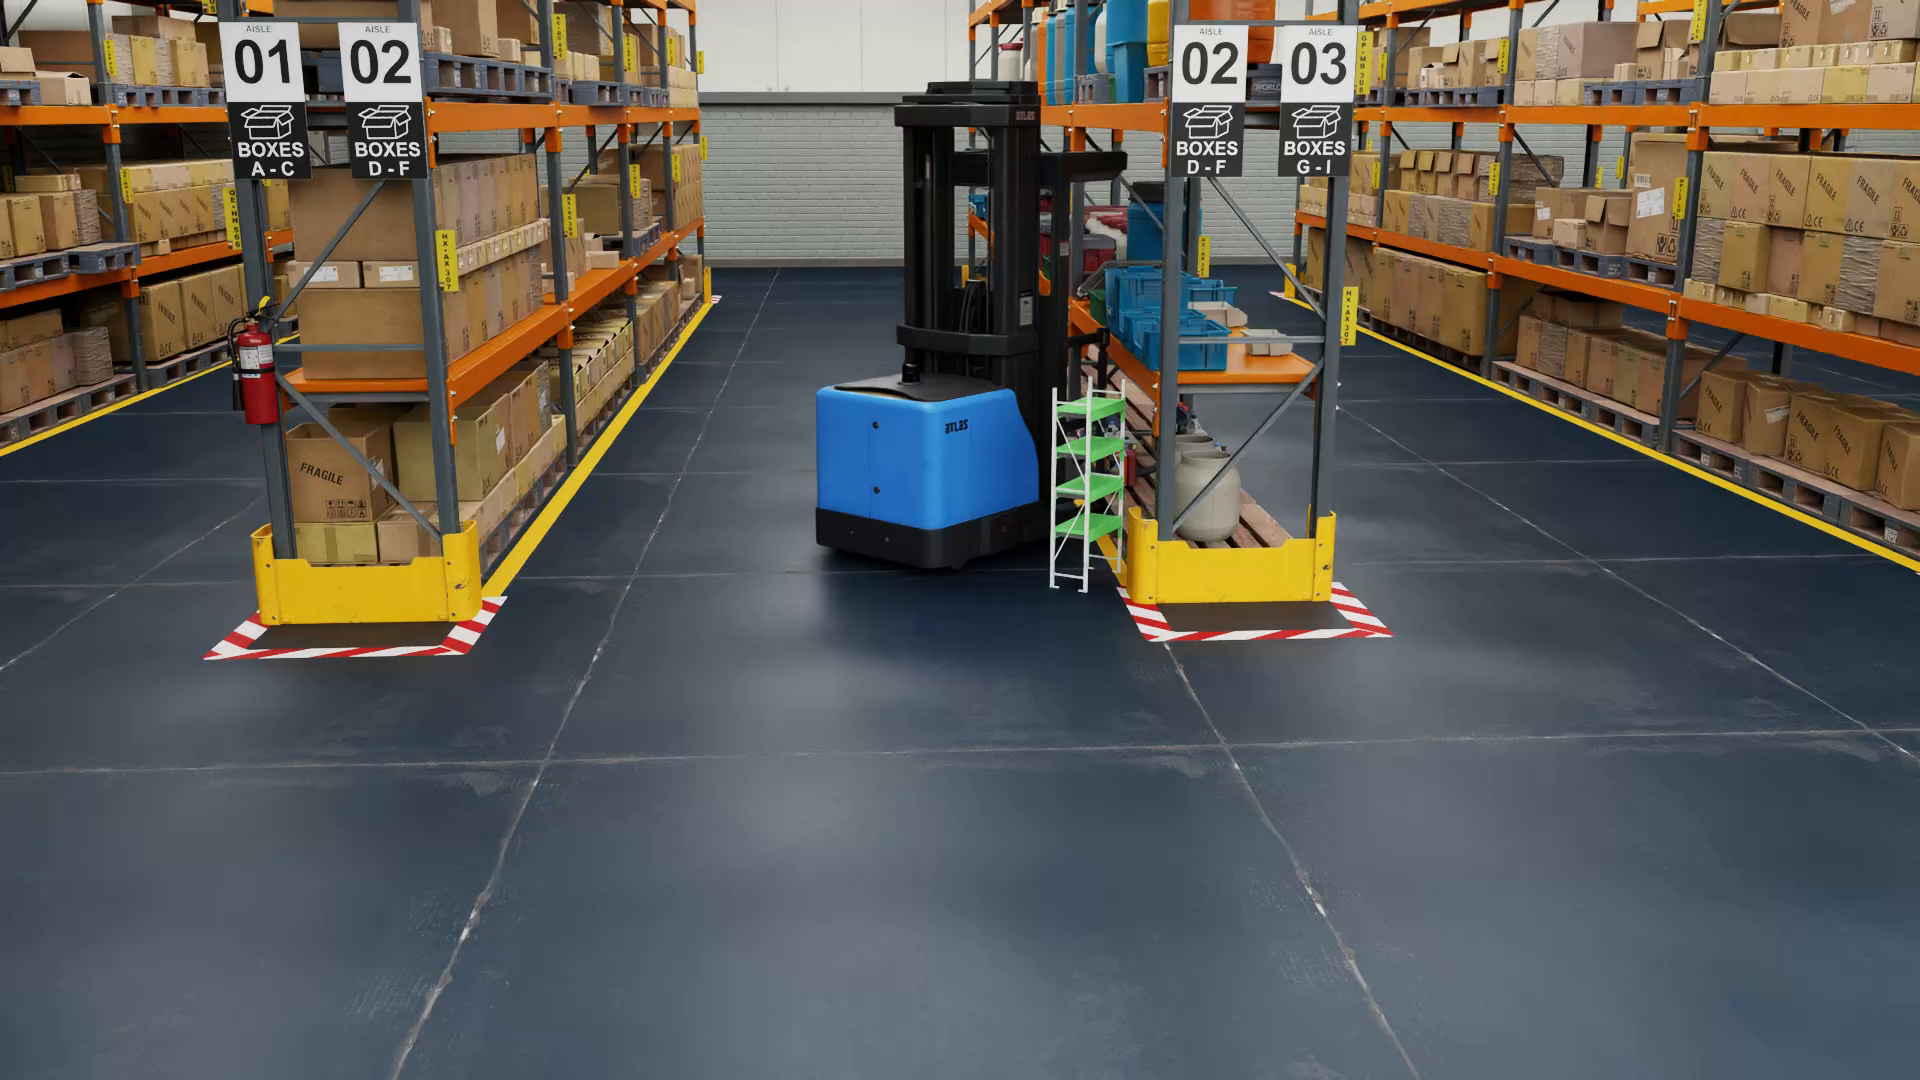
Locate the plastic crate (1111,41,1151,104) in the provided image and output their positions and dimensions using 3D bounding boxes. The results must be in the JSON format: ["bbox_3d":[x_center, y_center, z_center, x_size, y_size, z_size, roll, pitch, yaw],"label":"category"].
[{"bbox_3d":[1.209,-3.029,10.793,0.392,0.384,0.575,-1,14,-3],"label":"plastic crate"}]

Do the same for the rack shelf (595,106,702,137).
[{"bbox_3d":[-4.184,-5.625,22.294,1.077,0.370,4.000,-1,14,-3],"label":"rack shelf"}]

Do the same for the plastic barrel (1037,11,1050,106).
[{"bbox_3d":[1.007,-4.395,15.206,0.600,0.830,0.708,-1,14,-3],"label":"plastic barrel"}]

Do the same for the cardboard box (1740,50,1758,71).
[{"bbox_3d":[6.120,-3.609,12.513,0.380,0.149,0.250,-2,15,-6],"label":"cardboard box"}]

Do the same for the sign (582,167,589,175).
[{"bbox_3d":[-4.601,-4.433,20.497,0.100,0.325,0.005,-1,14,-3],"label":"sign"}]

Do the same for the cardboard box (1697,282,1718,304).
[{"bbox_3d":[6.039,-1.944,13.066,0.380,0.149,0.250,-1,14,-3],"label":"cardboard box"}]

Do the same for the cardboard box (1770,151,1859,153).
[{"bbox_3d":[6.626,-2.755,12.911,0.500,0.500,0.500,-1,14,-3],"label":"cardboard box"}]

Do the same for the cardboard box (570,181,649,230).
[{"bbox_3d":[-3.830,-3.666,18.212,0.700,0.500,0.500,2,15,7],"label":"cardboard box"}]

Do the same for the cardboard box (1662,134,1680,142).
[{"bbox_3d":[10.347,-5.528,23.687,0.500,0.500,0.500,-1,14,-5],"label":"cardboard box"}]

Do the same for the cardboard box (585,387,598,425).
[{"bbox_3d":[-3.373,-1.137,14.102,0.500,0.250,0.500,-1,14,-2],"label":"cardboard box"}]

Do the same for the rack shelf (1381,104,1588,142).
[{"bbox_3d":[5.951,-4.783,19.019,1.077,0.370,4.000,-1,14,-3],"label":"rack shelf"}]

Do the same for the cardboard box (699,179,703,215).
[{"bbox_3d":[-4.009,-4.960,24.083,0.500,0.500,0.500,0,14,-2],"label":"cardboard box"}]

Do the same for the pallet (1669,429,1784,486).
[{"bbox_3d":[6.400,-0.669,13.204,1.003,0.211,1.213,-1,14,-3],"label":"pallet"}]

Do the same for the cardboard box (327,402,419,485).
[{"bbox_3d":[-3.724,-0.652,10.709,0.500,0.500,0.500,-1,14,-3],"label":"cardboard box"}]

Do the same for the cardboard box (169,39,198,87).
[{"bbox_3d":[-8.960,-5.303,18.512,0.700,0.500,0.500,-1,14,-4],"label":"cardboard box"}]

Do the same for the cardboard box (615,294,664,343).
[{"bbox_3d":[-3.657,-2.534,18.988,0.500,0.500,0.500,-1,14,-5],"label":"cardboard box"}]

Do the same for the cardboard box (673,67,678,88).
[{"bbox_3d":[-3.875,-5.895,21.196,0.500,0.250,0.500,-1,14,-3],"label":"cardboard box"}]

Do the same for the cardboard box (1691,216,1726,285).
[{"bbox_3d":[6.289,-2.266,13.015,0.875,0.500,0.500,-1,14,-3],"label":"cardboard box"}]

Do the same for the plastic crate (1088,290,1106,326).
[{"bbox_3d":[1.182,-1.665,11.903,0.450,0.188,0.662,-1,14,-3],"label":"plastic crate"}]

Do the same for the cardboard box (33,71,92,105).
[{"bbox_3d":[-8.442,-4.196,15.433,0.500,0.311,0.500,-1,14,-3],"label":"cardboard box"}]

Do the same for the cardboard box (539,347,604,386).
[{"bbox_3d":[-3.401,-1.537,14.532,0.500,0.311,0.500,-1,14,-5],"label":"cardboard box"}]

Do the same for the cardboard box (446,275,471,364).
[{"bbox_3d":[-3.370,-1.335,9.993,0.700,0.500,0.500,-1,14,-2],"label":"cardboard box"}]

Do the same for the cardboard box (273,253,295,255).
[{"bbox_3d":[-9.252,-3.852,22.850,0.380,0.149,0.250,-1,14,-3],"label":"cardboard box"}]

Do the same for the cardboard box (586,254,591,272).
[{"bbox_3d":[-3.677,-2.591,15.581,0.380,0.149,0.250,0,14,1],"label":"cardboard box"}]

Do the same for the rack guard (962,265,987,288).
[{"bbox_3d":[0.622,-3.889,25.139,1.175,0.500,0.348,-1,14,-3],"label":"rack guard"}]

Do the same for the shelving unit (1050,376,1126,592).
[{"bbox_3d":[0.765,-0.340,9.941,0.258,1.200,0.503,8,16,28],"label":"shelving unit"}]

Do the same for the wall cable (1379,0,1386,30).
[{"bbox_3d":[8.669,-11.093,29.626,2.277,5.999,0.120,-1,14,-3],"label":"wall cable"}]

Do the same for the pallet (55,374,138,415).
[{"bbox_3d":[-8.709,-1.407,16.070,1.003,0.211,1.213,-1,14,-3],"label":"pallet"}]

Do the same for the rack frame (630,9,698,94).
[{"bbox_3d":[-4.308,-7.924,23.764,1.000,3.000,0.127,-1,14,-3],"label":"rack frame"}]

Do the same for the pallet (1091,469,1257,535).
[{"bbox_3d":[1.458,-0.287,11.720,1.003,0.211,1.213,-1,14,-3],"label":"pallet"}]

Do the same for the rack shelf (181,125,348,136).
[{"bbox_3d":[-9.128,-5.548,21.993,1.077,0.370,4.000,-1,14,-3],"label":"rack shelf"}]

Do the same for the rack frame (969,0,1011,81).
[{"bbox_3d":[0.636,-7.999,24.058,1.000,3.000,0.127,-1,14,-3],"label":"rack frame"}]

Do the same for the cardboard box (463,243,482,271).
[{"bbox_3d":[-3.192,-1.760,10.343,0.380,0.149,0.250,-1,14,-5],"label":"cardboard box"}]

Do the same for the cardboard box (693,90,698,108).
[{"bbox_3d":[-4.013,-6.275,23.676,0.500,0.250,0.500,-1,14,-3],"label":"cardboard box"}]

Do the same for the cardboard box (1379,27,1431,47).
[{"bbox_3d":[5.776,-6.526,21.601,0.500,0.250,0.500,-2,15,-7],"label":"cardboard box"}]

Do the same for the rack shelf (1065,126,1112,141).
[{"bbox_3d":[1.008,-4.706,18.722,1.077,0.370,4.000,-1,14,-3],"label":"rack shelf"}]

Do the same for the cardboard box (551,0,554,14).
[{"bbox_3d":[-3.622,-4.276,13.559,0.500,0.500,0.500,1,14,2],"label":"cardboard box"}]

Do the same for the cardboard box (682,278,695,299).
[{"bbox_3d":[-4.000,-3.532,23.369,0.500,0.250,0.500,-1,14,-3],"label":"cardboard box"}]

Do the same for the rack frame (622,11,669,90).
[{"bbox_3d":[-4.060,-6.929,19.898,1.000,3.000,0.127,-1,14,-3],"label":"rack frame"}]

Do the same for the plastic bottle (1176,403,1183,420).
[{"bbox_3d":[1.707,-0.884,12.876,0.144,0.351,0.185,-1,14,-5],"label":"plastic bottle"}]

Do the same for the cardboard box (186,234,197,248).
[{"bbox_3d":[-8.651,-3.306,18.321,0.380,0.149,0.250,-1,14,-3],"label":"cardboard box"}]

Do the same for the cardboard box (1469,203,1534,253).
[{"bbox_3d":[5.797,-3.348,17.819,0.500,0.500,0.500,0,14,-2],"label":"cardboard box"}]

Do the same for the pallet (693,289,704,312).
[{"bbox_3d":[-4.253,-3.451,24.015,1.003,0.211,1.213,-1,14,-3],"label":"pallet"}]

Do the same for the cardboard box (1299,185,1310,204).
[{"bbox_3d":[5.340,-5.118,24.604,0.500,0.250,0.500,-1,14,-5],"label":"cardboard box"}]

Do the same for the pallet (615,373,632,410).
[{"bbox_3d":[-3.800,-1.473,16.328,1.003,0.211,1.213,-1,14,-3],"label":"pallet"}]

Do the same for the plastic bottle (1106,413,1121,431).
[{"bbox_3d":[1.159,-0.835,12.685,0.144,0.351,0.185,-1,14,-3],"label":"plastic bottle"}]

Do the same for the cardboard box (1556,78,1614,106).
[{"bbox_3d":[5.923,-4.185,15.552,0.500,0.250,0.500,-1,14,-2],"label":"cardboard box"}]

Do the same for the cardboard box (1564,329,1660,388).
[{"bbox_3d":[6.226,-1.738,15.897,0.700,0.500,0.500,0,14,1],"label":"cardboard box"}]

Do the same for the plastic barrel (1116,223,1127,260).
[{"bbox_3d":[1.539,-2.417,14.127,0.433,0.535,0.433,0,14,0],"label":"plastic barrel"}]

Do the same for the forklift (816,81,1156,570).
[{"bbox_3d":[0.404,-1.540,11.129,1.130,2.935,3.031,12,18,38],"label":"forklift"}]

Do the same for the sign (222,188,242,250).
[{"bbox_3d":[-3.859,-1.710,8.853,0.100,0.325,0.005,-1,14,-3],"label":"sign"}]

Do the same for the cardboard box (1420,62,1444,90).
[{"bbox_3d":[5.805,-5.514,19.755,0.500,0.311,0.500,-1,14,-5],"label":"cardboard box"}]

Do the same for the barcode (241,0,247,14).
[{"bbox_3d":[-3.817,-2.841,8.863,0.001,0.075,0.075,-1,14,-3],"label":"barcode"}]
